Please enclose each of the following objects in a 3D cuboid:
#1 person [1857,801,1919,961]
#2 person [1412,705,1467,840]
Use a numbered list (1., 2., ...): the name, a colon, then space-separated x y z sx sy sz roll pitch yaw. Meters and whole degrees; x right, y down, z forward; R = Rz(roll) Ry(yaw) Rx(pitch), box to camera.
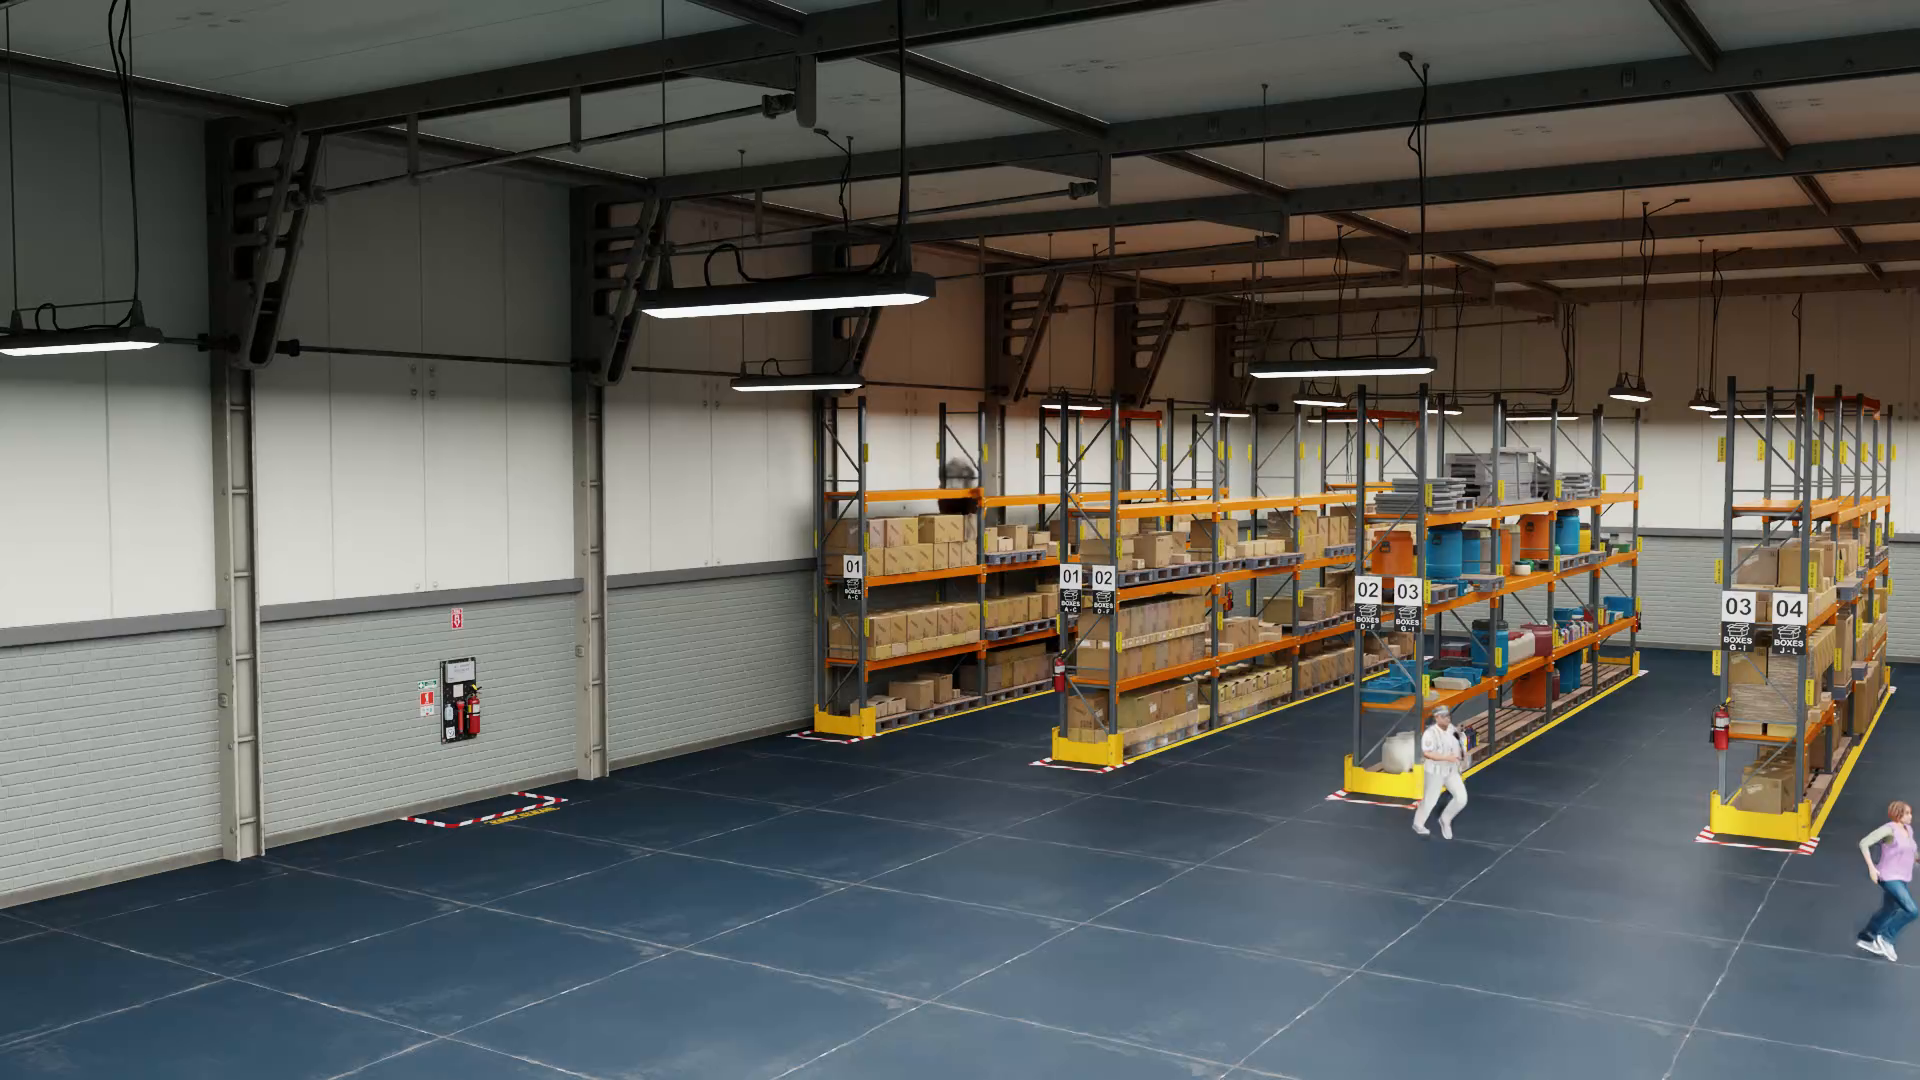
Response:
1. person: 9.185 3.349 16.328 0.500 1.564 0.731 -2 4 -34
2. person: 6.230 2.990 21.450 0.677 1.769 0.866 -1 3 -20
